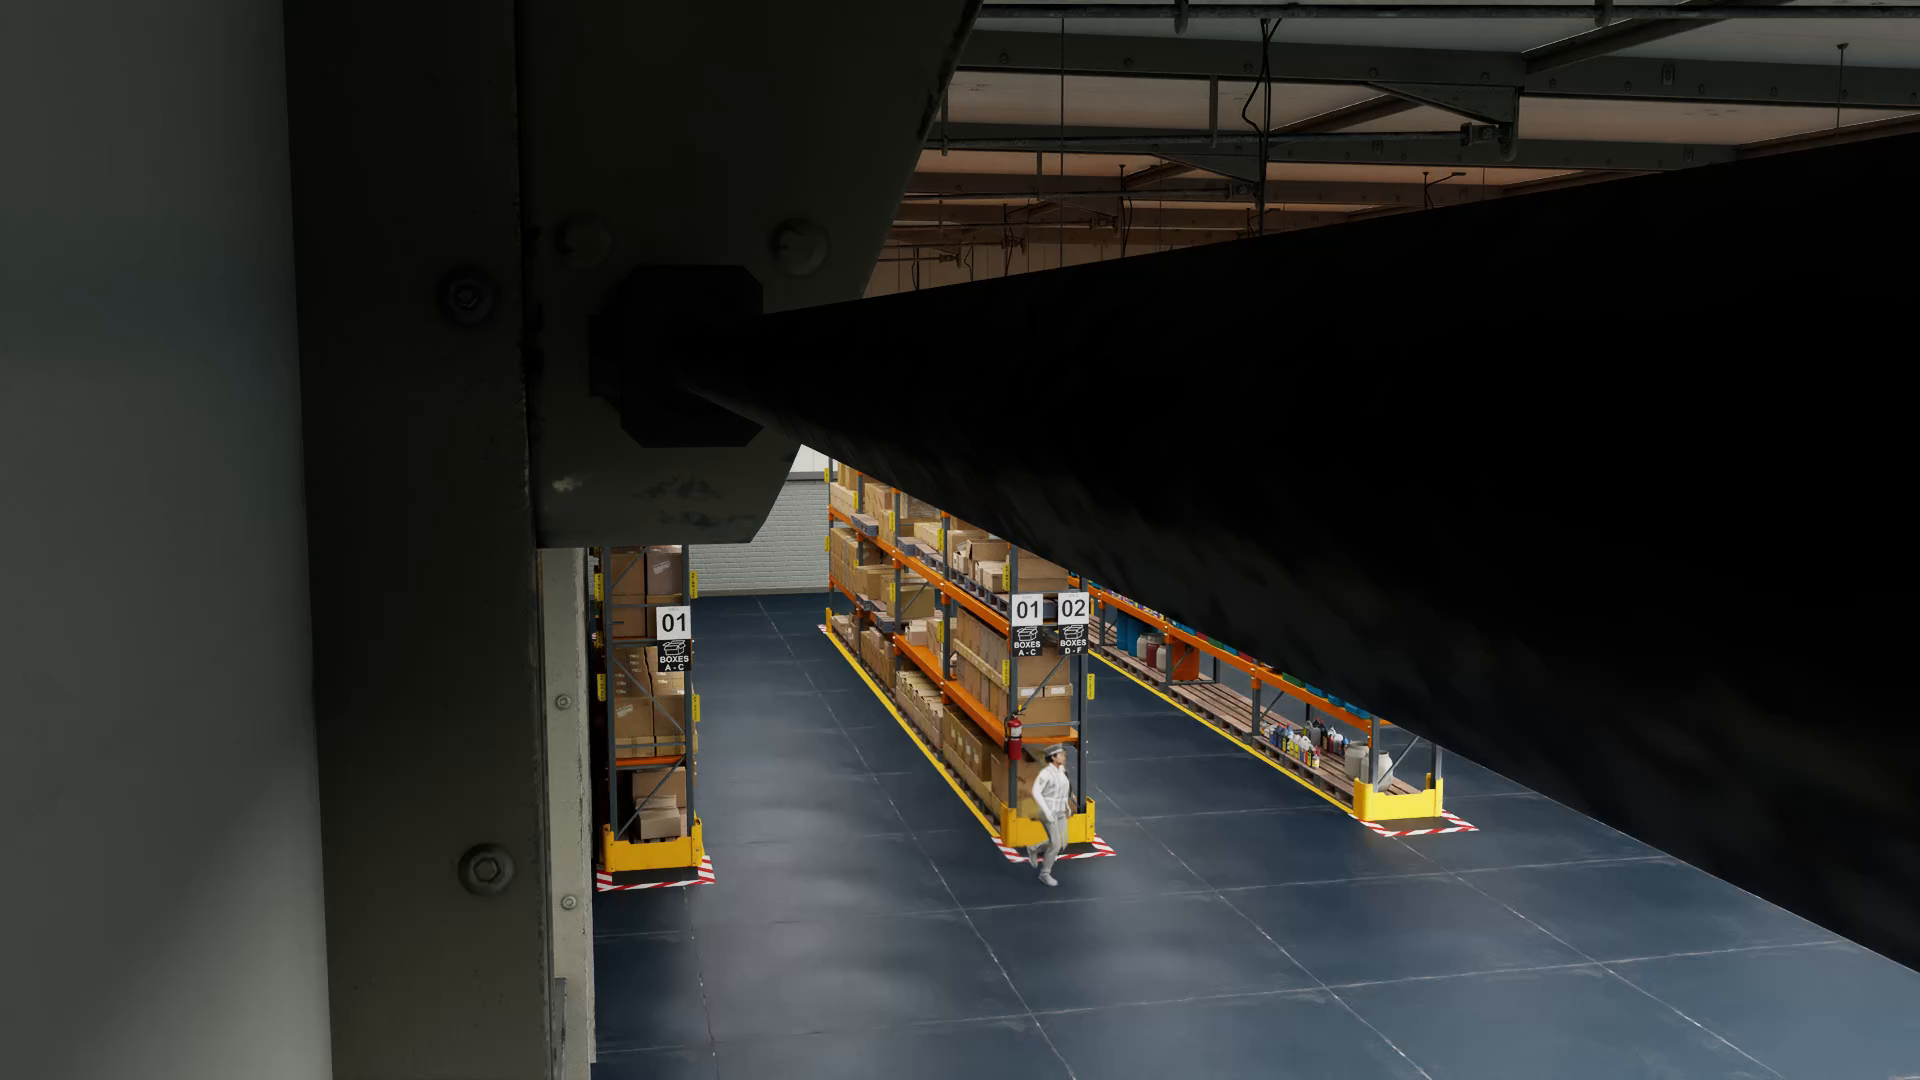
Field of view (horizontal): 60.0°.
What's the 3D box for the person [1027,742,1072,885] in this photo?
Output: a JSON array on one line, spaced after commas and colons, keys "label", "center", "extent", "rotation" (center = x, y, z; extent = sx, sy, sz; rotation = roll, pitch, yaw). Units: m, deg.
[{"label": "person", "center": [1.062, 3.214, 19.683], "extent": [0.513, 1.656, 0.659], "rotation": [5, 8, 36]}]
